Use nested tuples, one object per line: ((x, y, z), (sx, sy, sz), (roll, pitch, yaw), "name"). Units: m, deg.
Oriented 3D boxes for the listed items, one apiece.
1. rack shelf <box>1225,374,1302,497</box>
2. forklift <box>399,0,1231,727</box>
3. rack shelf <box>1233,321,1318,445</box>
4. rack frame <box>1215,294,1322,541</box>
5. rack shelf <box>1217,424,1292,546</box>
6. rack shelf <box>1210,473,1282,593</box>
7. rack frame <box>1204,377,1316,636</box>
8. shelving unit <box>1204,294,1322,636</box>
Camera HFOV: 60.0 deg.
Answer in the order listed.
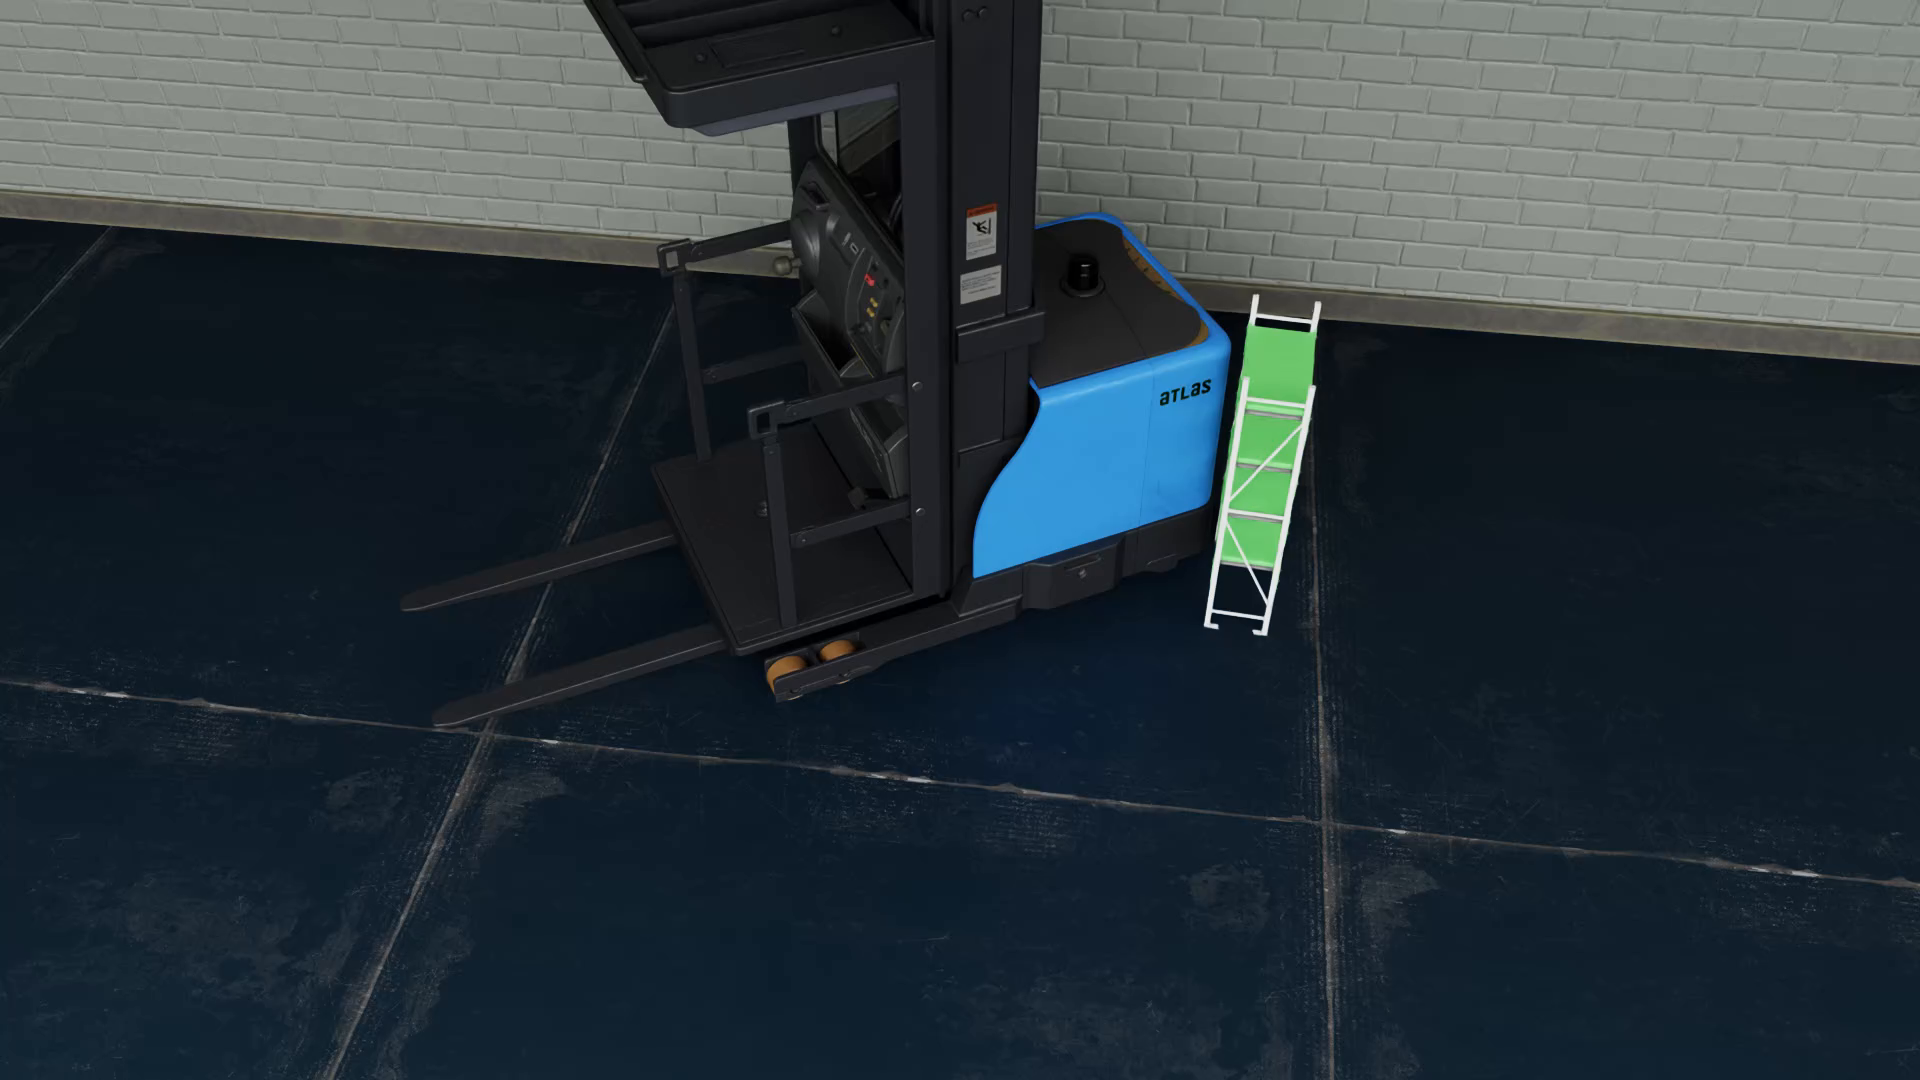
((1.111, -0.383, 6.024), (0.258, 0.148, 0.480), (8, 44, 8), "rack shelf")
((-0.569, -0.891, 5.559), (3.031, 2.935, 1.130), (-17, 46, -17), "forklift")
((1.113, -0.557, 5.859), (0.258, 0.148, 0.480), (8, 44, 8), "rack shelf")
((1.157, -0.420, 6.319), (0.240, 1.200, 0.015), (8, 44, 8), "rack frame")
((1.109, -0.209, 6.189), (0.258, 0.148, 0.480), (8, 44, 8), "rack shelf")
((1.107, -0.035, 6.355), (0.258, 0.148, 0.480), (8, 44, 8), "rack shelf")
((1.062, -0.091, 5.972), (0.240, 1.200, 0.015), (8, 44, 8), "rack frame")
((1.110, -0.256, 6.145), (0.258, 1.200, 0.503), (8, 44, 8), "shelving unit")
